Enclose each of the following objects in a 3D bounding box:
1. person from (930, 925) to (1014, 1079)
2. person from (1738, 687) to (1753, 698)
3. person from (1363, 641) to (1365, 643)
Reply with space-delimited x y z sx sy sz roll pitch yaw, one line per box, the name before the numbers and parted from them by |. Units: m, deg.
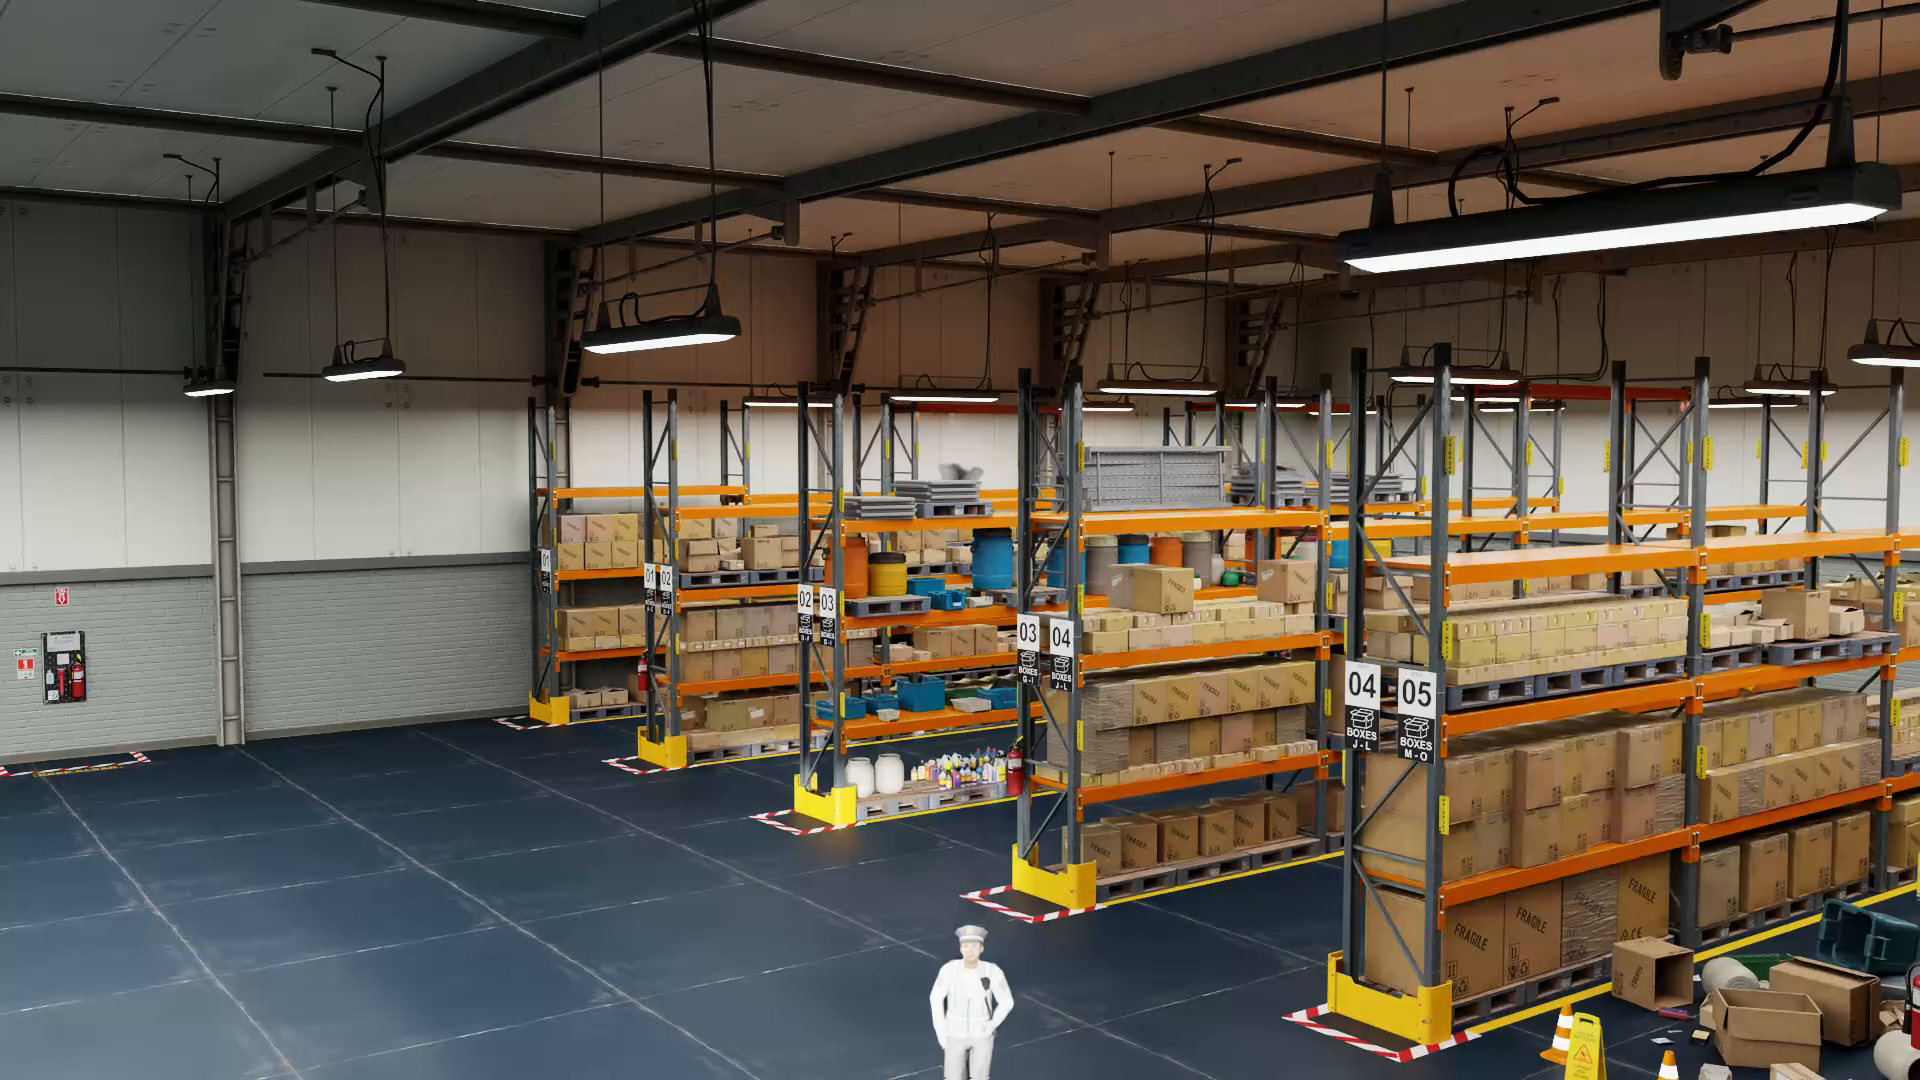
person | 0.084 3.623 12.241 0.622 1.637 0.588 0 3 7
person | 11.236 2.885 23.930 0.694 1.718 0.593 3 5 45
person | 8.351 2.340 34.048 0.618 1.616 0.875 3 4 39
